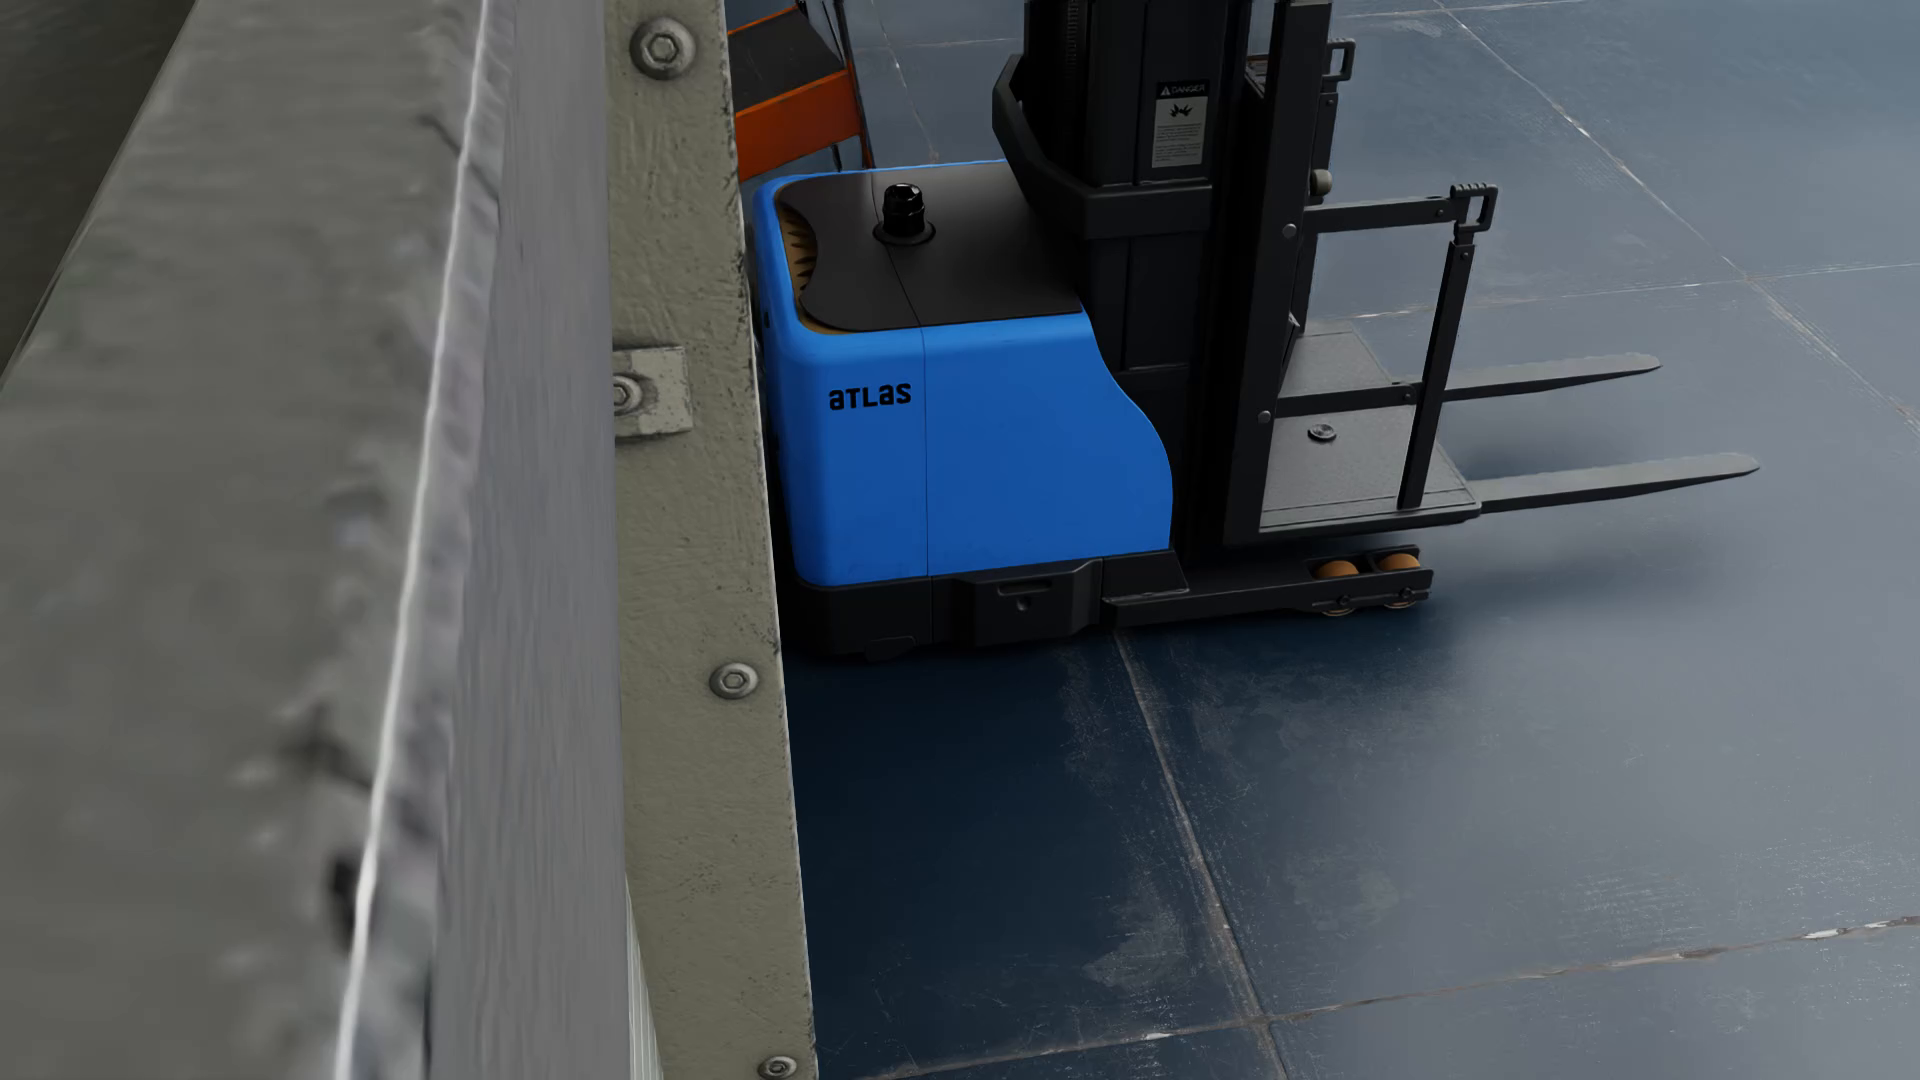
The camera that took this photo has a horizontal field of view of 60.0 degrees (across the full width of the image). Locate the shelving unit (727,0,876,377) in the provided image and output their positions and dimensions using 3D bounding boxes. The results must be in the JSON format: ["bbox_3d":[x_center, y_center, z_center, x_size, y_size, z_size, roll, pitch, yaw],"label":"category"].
[{"bbox_3d":[-0.590,-1.274,5.077,0.503,2.100,0.431,-25,53,-11],"label":"shelving unit"}]

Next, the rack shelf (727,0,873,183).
[{"bbox_3d":[-0.588,-1.266,5.087,0.480,0.518,0.431,-25,53,-11],"label":"rack shelf"}]

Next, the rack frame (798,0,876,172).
[{"bbox_3d":[-0.373,-1.376,5.123,0.015,2.100,0.400,-25,53,-11],"label":"rack frame"}]

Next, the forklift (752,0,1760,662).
[{"bbox_3d":[0.946,-1.244,4.462,3.031,2.935,1.130,-6,38,-8],"label":"forklift"}]

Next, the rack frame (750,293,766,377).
[{"bbox_3d":[-0.807,-1.172,5.030,0.015,2.100,0.400,-25,53,-11],"label":"rack frame"}]

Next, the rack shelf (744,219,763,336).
[{"bbox_3d":[-0.505,-0.837,5.634,0.480,0.518,0.431,-25,53,-11],"label":"rack shelf"}]

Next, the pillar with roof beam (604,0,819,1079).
[{"bbox_3d":[3.768,-2.785,1.500,9.100,9.000,0.400,-6,38,-8],"label":"pillar with roof beam"}]

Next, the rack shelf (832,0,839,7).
[{"bbox_3d":[-0.672,-1.695,4.540,0.480,0.518,0.431,-25,53,-11],"label":"rack shelf"}]
